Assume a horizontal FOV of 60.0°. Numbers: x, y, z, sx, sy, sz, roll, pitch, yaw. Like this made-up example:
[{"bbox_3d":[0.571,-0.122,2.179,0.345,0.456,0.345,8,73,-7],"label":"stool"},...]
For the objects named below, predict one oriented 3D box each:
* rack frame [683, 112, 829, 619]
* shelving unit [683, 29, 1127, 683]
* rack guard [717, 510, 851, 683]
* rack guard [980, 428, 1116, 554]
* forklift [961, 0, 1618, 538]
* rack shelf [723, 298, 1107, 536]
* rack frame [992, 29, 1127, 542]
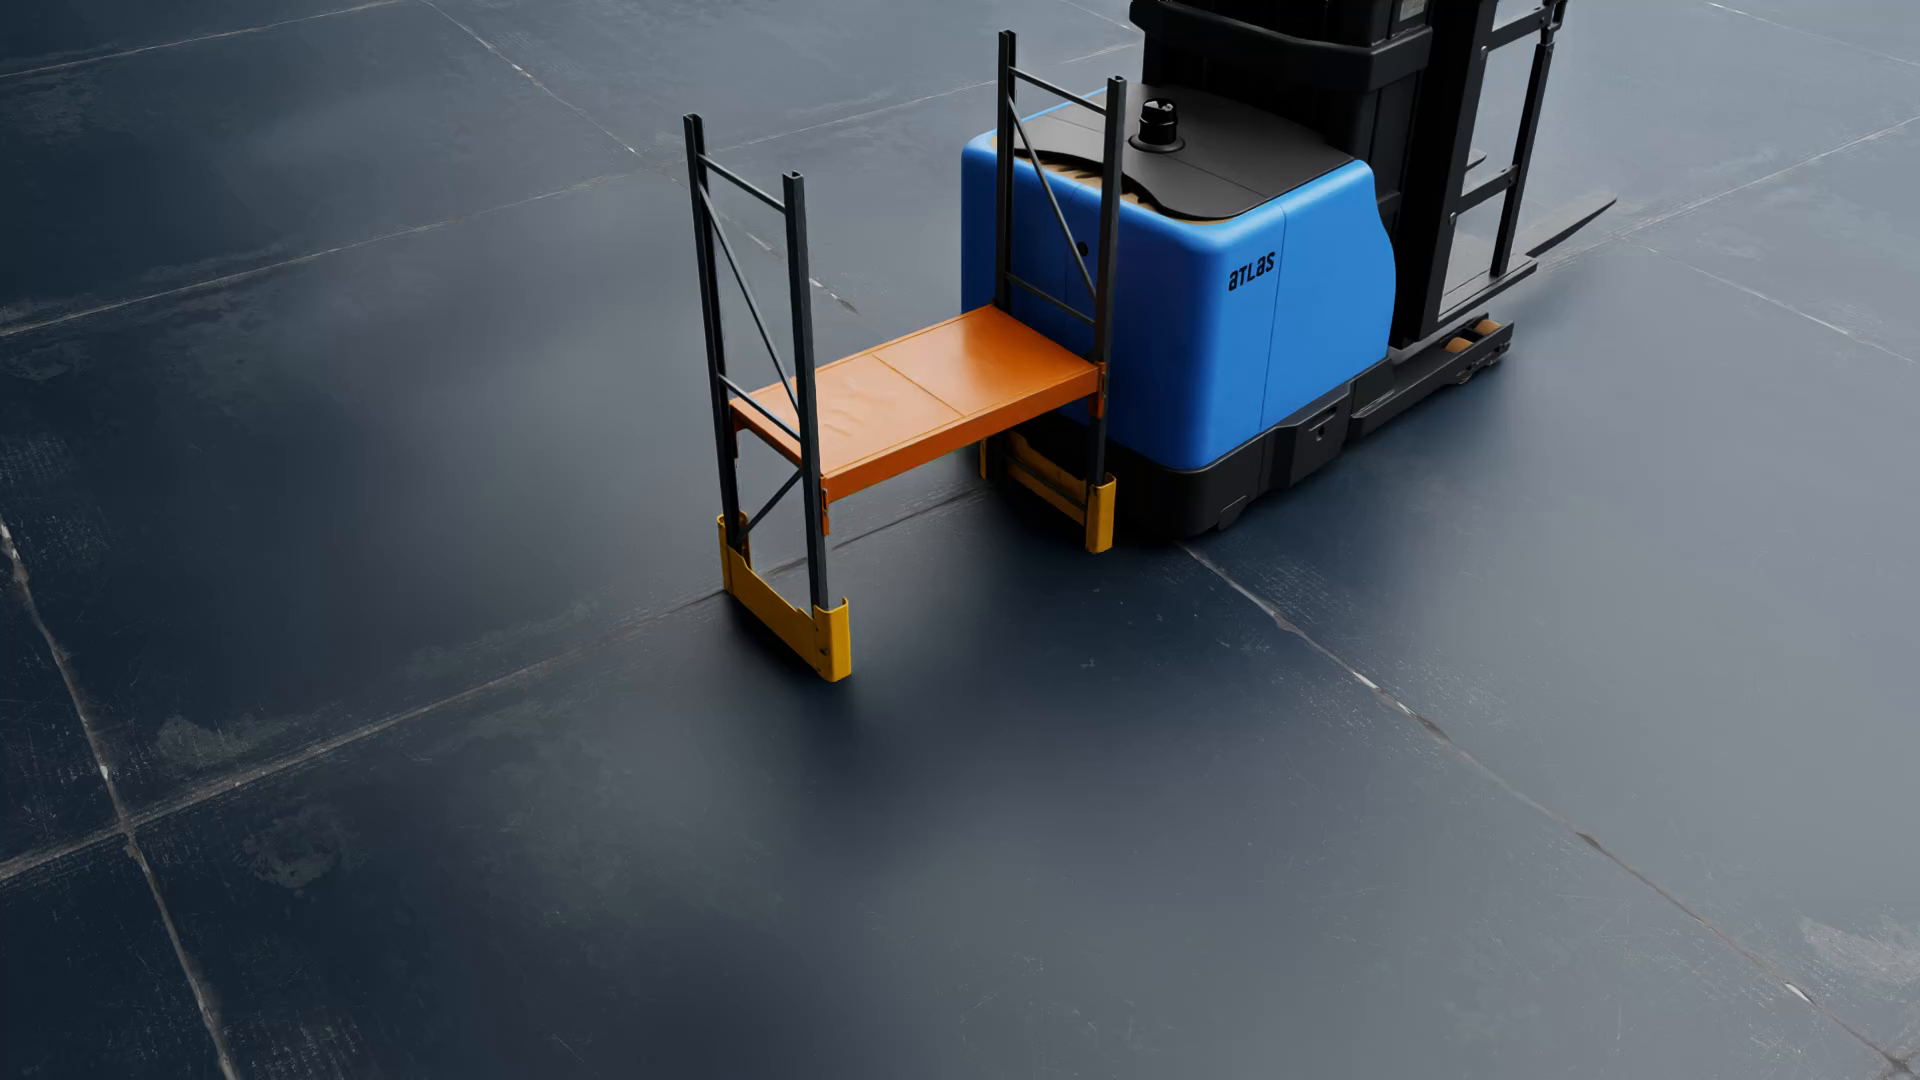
[{"bbox_3d":[-0.528,-0.345,4.445,0.032,1.500,0.500,-24,42,-30],"label":"rack frame"},{"bbox_3d":[-0.120,-0.531,4.703,1.083,1.500,0.587,-24,42,-30],"label":"shelving unit"},{"bbox_3d":[-0.513,0.156,4.819,0.087,0.250,0.587,-24,42,-30],"label":"rack guard"},{"bbox_3d":[0.273,-0.202,5.317,0.087,0.250,0.587,-24,42,-30],"label":"rack guard"},{"bbox_3d":[1.393,-1.949,5.450,3.031,2.935,1.130,-30,45,-35],"label":"forklift"},{"bbox_3d":[-0.127,-0.381,4.804,1.000,0.185,0.538,-24,42,-30],"label":"rack shelf"},{"bbox_3d":[0.274,-0.710,4.953,0.032,1.500,0.500,-24,42,-30],"label":"rack frame"}]
